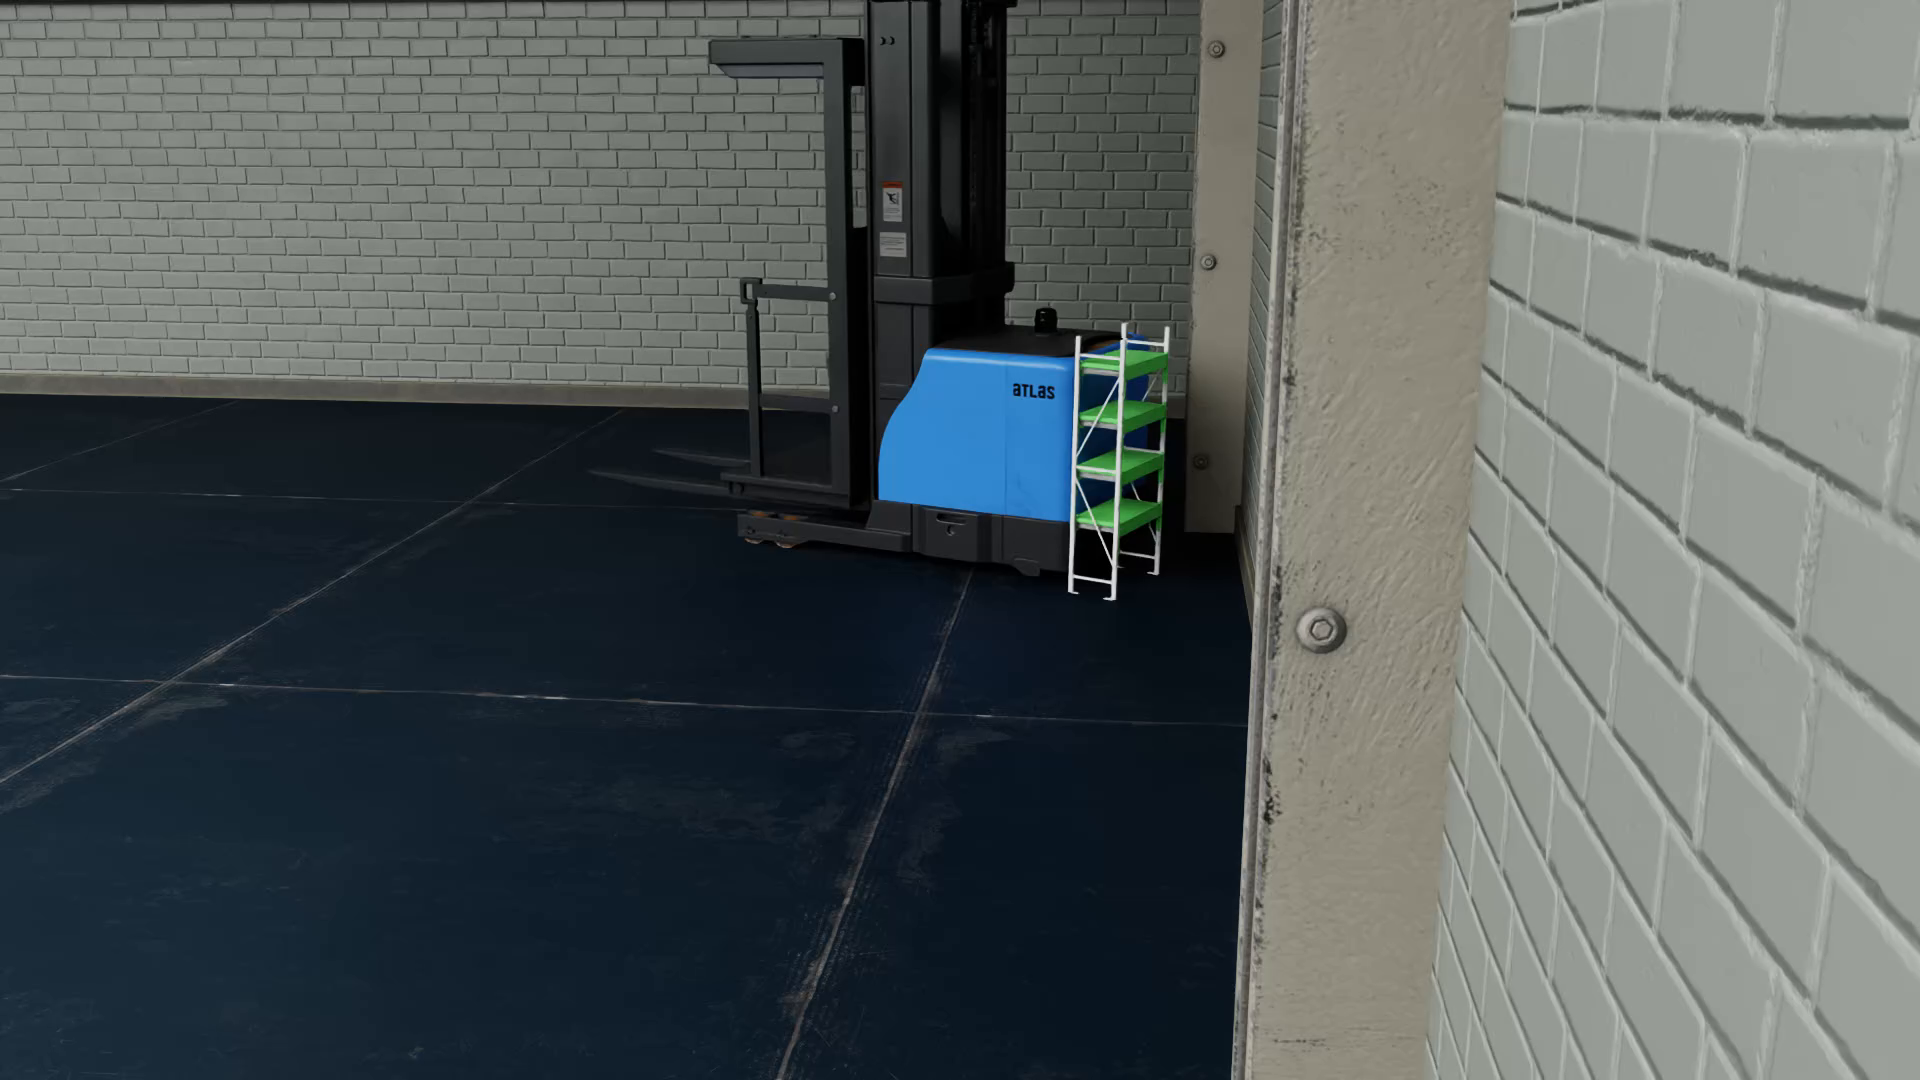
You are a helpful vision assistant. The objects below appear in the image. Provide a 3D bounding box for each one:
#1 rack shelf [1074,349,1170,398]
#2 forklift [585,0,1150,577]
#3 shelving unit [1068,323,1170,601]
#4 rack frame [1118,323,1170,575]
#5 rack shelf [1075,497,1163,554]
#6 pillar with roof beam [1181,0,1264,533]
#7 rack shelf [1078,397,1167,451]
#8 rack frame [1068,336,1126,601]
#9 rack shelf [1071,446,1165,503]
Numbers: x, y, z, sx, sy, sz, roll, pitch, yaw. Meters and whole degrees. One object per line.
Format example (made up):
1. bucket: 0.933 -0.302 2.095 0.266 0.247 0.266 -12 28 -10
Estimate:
1. rack shelf: 0.745 -0.772 7.618 0.258 0.148 0.480 9 18 29
2. forklift: -0.579 -1.485 8.538 3.031 2.935 1.130 7 17 26
3. shelving unit: 0.740 -0.371 7.729 0.258 1.200 0.503 9 18 29
4. rack frame: 0.863 -0.426 7.932 0.240 1.200 0.015 9 18 29
5. rack shelf: 0.737 -0.078 7.810 0.258 0.148 0.480 9 18 29
6. pillar with roof beam: -2.920 -4.563 8.296 9.100 9.000 0.400 2 15 6
7. rack shelf: 0.742 -0.541 7.682 0.258 0.148 0.480 9 18 29
8. rack frame: 0.618 -0.316 7.525 0.240 1.200 0.015 9 18 29
9. rack shelf: 0.740 -0.309 7.746 0.258 0.148 0.480 9 18 29
